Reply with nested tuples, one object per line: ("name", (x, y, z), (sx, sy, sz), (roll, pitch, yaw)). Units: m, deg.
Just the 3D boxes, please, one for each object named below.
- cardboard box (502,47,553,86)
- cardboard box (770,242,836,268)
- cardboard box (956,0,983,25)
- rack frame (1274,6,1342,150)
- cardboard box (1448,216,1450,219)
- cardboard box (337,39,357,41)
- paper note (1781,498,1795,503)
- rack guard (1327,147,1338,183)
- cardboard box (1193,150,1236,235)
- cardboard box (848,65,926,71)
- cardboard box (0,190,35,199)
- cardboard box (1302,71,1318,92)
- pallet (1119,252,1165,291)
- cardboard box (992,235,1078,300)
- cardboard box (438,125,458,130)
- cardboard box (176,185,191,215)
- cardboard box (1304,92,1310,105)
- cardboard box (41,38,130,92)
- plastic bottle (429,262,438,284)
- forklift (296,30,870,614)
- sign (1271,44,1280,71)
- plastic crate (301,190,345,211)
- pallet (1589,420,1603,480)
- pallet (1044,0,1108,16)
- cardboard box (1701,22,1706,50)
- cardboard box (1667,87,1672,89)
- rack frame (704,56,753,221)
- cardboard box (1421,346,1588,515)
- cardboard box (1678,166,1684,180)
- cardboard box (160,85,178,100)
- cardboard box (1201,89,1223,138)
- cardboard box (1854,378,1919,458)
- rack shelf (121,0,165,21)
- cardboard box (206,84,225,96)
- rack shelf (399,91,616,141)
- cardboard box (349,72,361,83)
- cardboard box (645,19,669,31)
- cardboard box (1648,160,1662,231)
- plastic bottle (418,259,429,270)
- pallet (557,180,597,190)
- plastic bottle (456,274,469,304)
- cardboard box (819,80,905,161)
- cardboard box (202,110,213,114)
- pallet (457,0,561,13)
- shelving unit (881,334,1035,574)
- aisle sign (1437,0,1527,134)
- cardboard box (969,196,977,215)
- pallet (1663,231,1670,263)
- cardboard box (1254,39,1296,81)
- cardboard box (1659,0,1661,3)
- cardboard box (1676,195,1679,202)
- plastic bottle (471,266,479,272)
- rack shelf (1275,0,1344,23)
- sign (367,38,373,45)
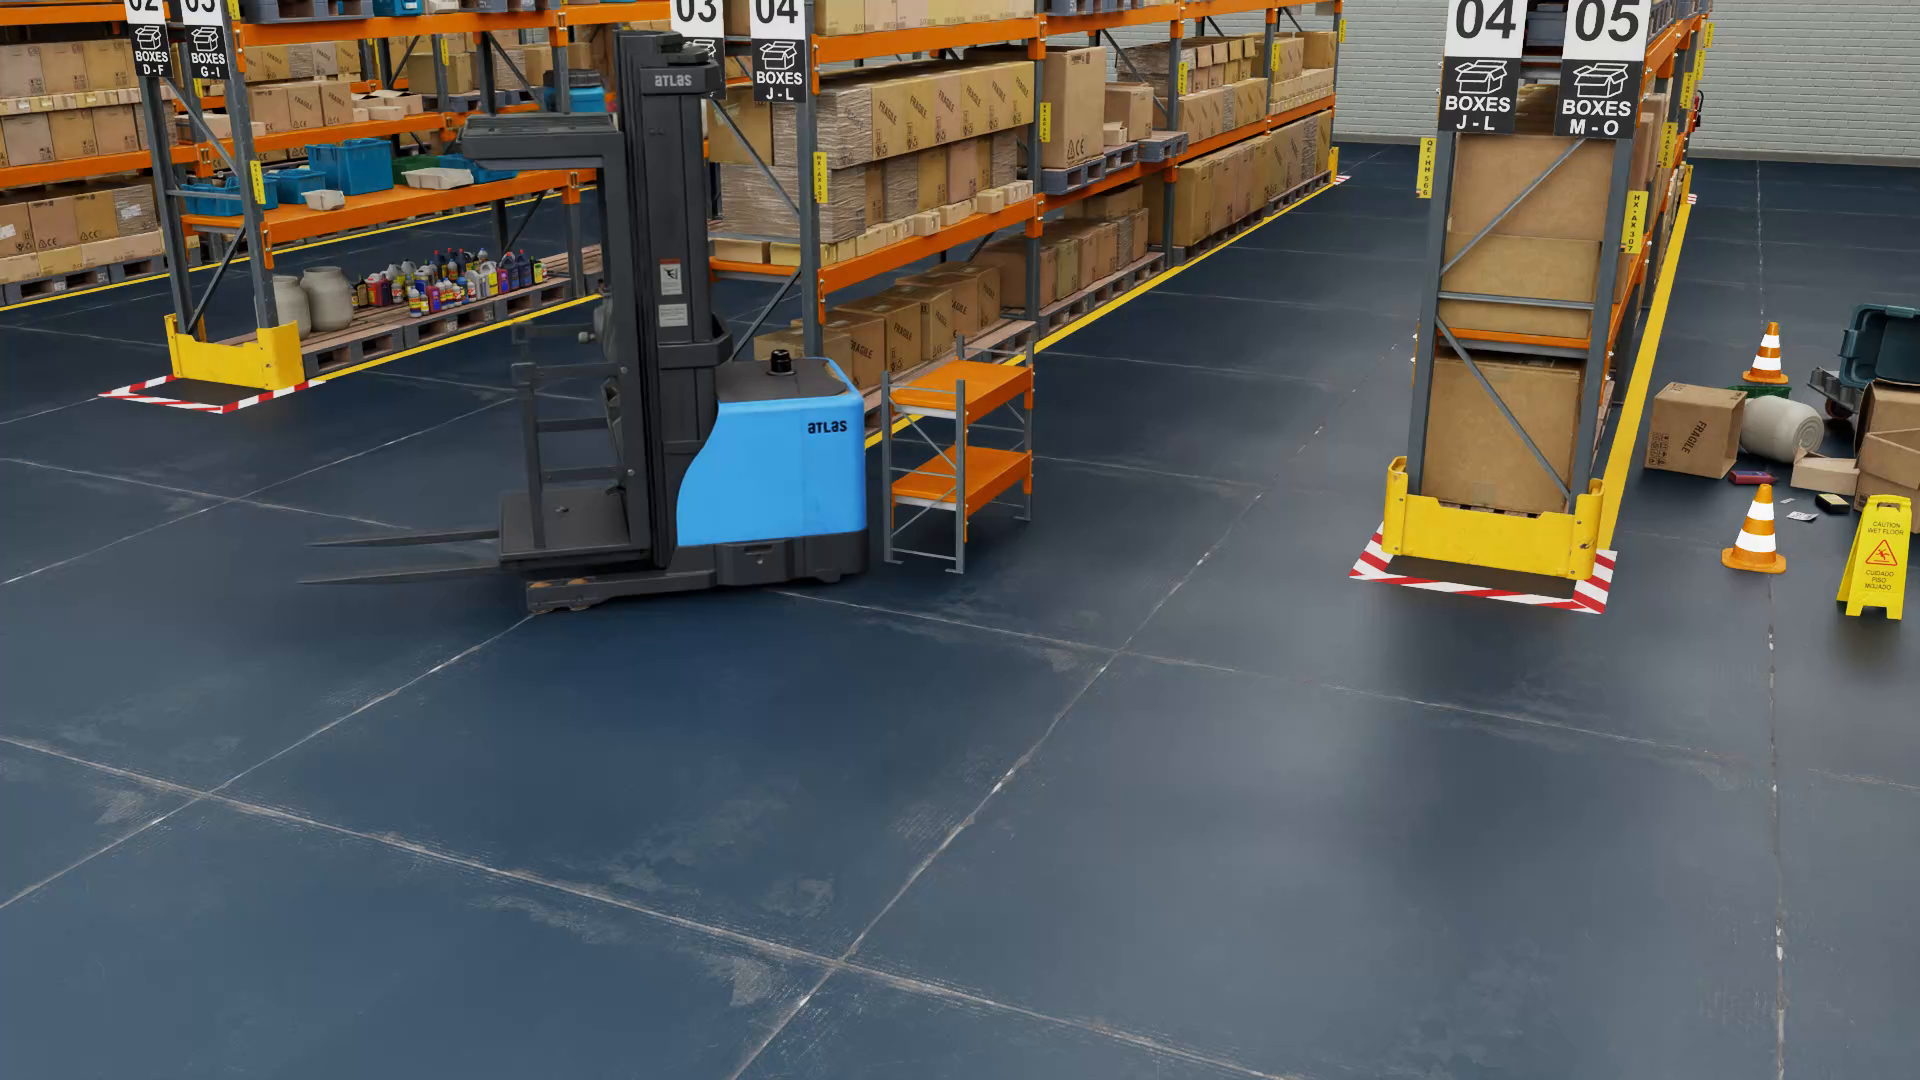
("cardboard box", (-6.198, -6.757, 23.715), (0.700, 0.500, 0.500), (3, 20, 9))
("cardboard box", (-1.075, -1.968, 11.400), (0.380, 0.149, 0.250), (9, 21, 23))
("cardboard box", (-0.147, -4.107, 12.788), (0.500, 0.250, 0.500), (8, 21, 22))
("rack frame", (5.143, -6.923, 24.958), (1.000, 3.000, 0.127), (9, 21, 23))
("cardboard box", (3.391, -1.681, 9.996), (0.875, 0.550, 0.550), (9, 21, 23))
("cardboard box", (-10.010, -8.111, 26.557), (0.500, 0.250, 0.500), (9, 22, 24))
("paper note", (5.307, -0.252, 10.662), (0.123, 0.001, 0.032), (-14, 24, -33))
("rack guard", (5.153, -5.752, 25.397), (1.175, 0.500, 0.348), (9, 21, 23))
("cardboard box", (2.541, -4.153, 19.715), (1.225, 0.875, 0.875), (9, 21, 23))
("cardboard box", (-0.596, -3.504, 13.260), (0.500, 0.500, 0.500), (9, 21, 23))
("cardboard box", (-9.895, -3.313, 17.165), (0.500, 0.500, 0.500), (9, 21, 23))
("cardboard box", (4.770, -6.497, 23.541), (0.500, 0.250, 0.500), (8, 21, 21))
("pallet", (1.546, -2.925, 17.877), (1.003, 0.211, 1.213), (9, 21, 23))
("cardboard box", (0.713, -2.612, 15.910), (0.700, 0.500, 0.500), (8, 21, 22))
("cardboard box", (-9.231, -7.283, 29.075), (0.700, 0.500, 0.500), (9, 22, 24))
("cardboard box", (-8.903, -3.944, 19.223), (0.500, 0.311, 0.500), (9, 21, 23))
("cardboard box", (4.671, -6.183, 23.253), (0.380, 0.149, 0.250), (9, 21, 24))
("cardboard box", (-9.189, -4.982, 17.415), (0.700, 0.500, 0.500), (8, 21, 23))
("plastic bottle", (-5.102, -2.558, 16.100), (0.097, 0.271, 0.097), (0, 20, 0))
("forklift", (-2.082, -1.183, 8.920), (3.031, 2.935, 1.130), (-5, 20, -13))
("sign", (4.004, -6.137, 21.138), (0.100, 0.325, 0.005), (9, 21, 23))
("plastic crate", (-5.267, -2.816, 13.805), (0.298, 0.136, 0.250), (9, 21, 23))
("pallet", (3.832, -0.633, 11.434), (1.003, 0.211, 1.213), (9, 21, 23))
("pallet", (0.579, -4.753, 14.661), (1.213, 0.211, 1.003), (9, 21, 23))
("cardboard box", (9.254, -6.380, 21.348), (0.500, 0.500, 0.500), (10, 22, 25))
("cardboard box", (7.359, -4.718, 17.618), (0.380, 0.149, 0.250), (8, 21, 22))
("rack frame", (-2.652, -5.157, 19.992), (1.000, 3.000, 0.127), (9, 21, 23))
("cardboard box", (3.292, -0.733, 10.098), (0.875, 0.875, 0.875), (9, 21, 23))
("cardboard box", (9.273, -4.824, 21.796), (0.380, 0.149, 0.250), (9, 22, 25))
("cardboard box", (-8.723, -4.855, 18.026), (0.380, 0.149, 0.250), (9, 21, 23))
("cardboard box", (2.730, -4.950, 19.263), (0.500, 0.500, 0.500), (8, 21, 22))
("cardboard box", (6.417, -0.731, 11.070), (0.797, 0.637, 0.503), (9, 21, 23))
("rack shelf", (-7.988, -6.300, 19.805), (1.077, 0.370, 4.000), (9, 21, 23))
("cardboard box", (-11.047, -6.621, 24.456), (0.380, 0.149, 0.250), (9, 22, 24))
("rack shelf", (-6.350, -6.110, 23.746), (1.077, 0.370, 4.000), (9, 21, 23))
("cardboard box", (-9.932, -7.488, 26.892), (0.380, 0.149, 0.250), (9, 21, 23))
("cardboard box", (-4.871, -7.842, 25.900), (0.500, 0.500, 0.500), (8, 21, 21))
("cardboard box", (5.174, -2.714, 12.974), (0.500, 0.500, 0.500), (9, 21, 23))
("plastic bottle", (-5.182, -2.569, 16.113), (0.061, 0.283, 0.133), (10, 22, 25))
("pallet", (-5.830, -5.492, 25.098), (1.003, 0.211, 1.213), (9, 21, 23))
("plastic bottle", (-4.636, -2.342, 15.492), (0.097, 0.271, 0.097), (0, 20, 0))
("cardboard box", (-0.724, -2.972, 11.765), (0.500, 0.500, 0.500), (9, 21, 23))
("cardboard box", (-8.614, -4.845, 19.317), (0.396, 0.266, 0.258), (8, 21, 21))
("pallet", (-4.496, -5.024, 15.425), (1.213, 0.211, 1.003), (9, 21, 23))
("shelving unit", (0.003, -0.532, 9.786), (0.538, 1.125, 1.048), (9, 21, 23))
("aisle sign", (2.772, -2.564, 8.823), (0.394, 0.787, 0.004), (9, 21, 23))
("cardboard box", (-0.082, -2.736, 13.562), (0.380, 0.149, 0.250), (9, 21, 23))
("pallet", (7.671, -3.436, 19.316), (1.003, 0.211, 1.213), (9, 21, 23))
("cardboard box", (4.143, -6.383, 22.102), (0.500, 0.500, 0.500), (9, 21, 23))
("cardboard box", (3.611, -2.999, 9.047), (0.380, 0.149, 0.250), (9, 21, 23))
("cardboard box", (9.265, -4.551, 21.917), (0.380, 0.149, 0.250), (8, 21, 20))
("plastic bottle", (-4.605, -2.474, 15.845), (0.061, 0.283, 0.133), (9, 21, 23))
("rack shelf", (4.324, -7.386, 22.856), (1.077, 0.370, 4.000), (9, 21, 23))
("sign", (-9.553, -8.176, 26.871), (0.100, 0.325, 0.005), (9, 21, 23))
